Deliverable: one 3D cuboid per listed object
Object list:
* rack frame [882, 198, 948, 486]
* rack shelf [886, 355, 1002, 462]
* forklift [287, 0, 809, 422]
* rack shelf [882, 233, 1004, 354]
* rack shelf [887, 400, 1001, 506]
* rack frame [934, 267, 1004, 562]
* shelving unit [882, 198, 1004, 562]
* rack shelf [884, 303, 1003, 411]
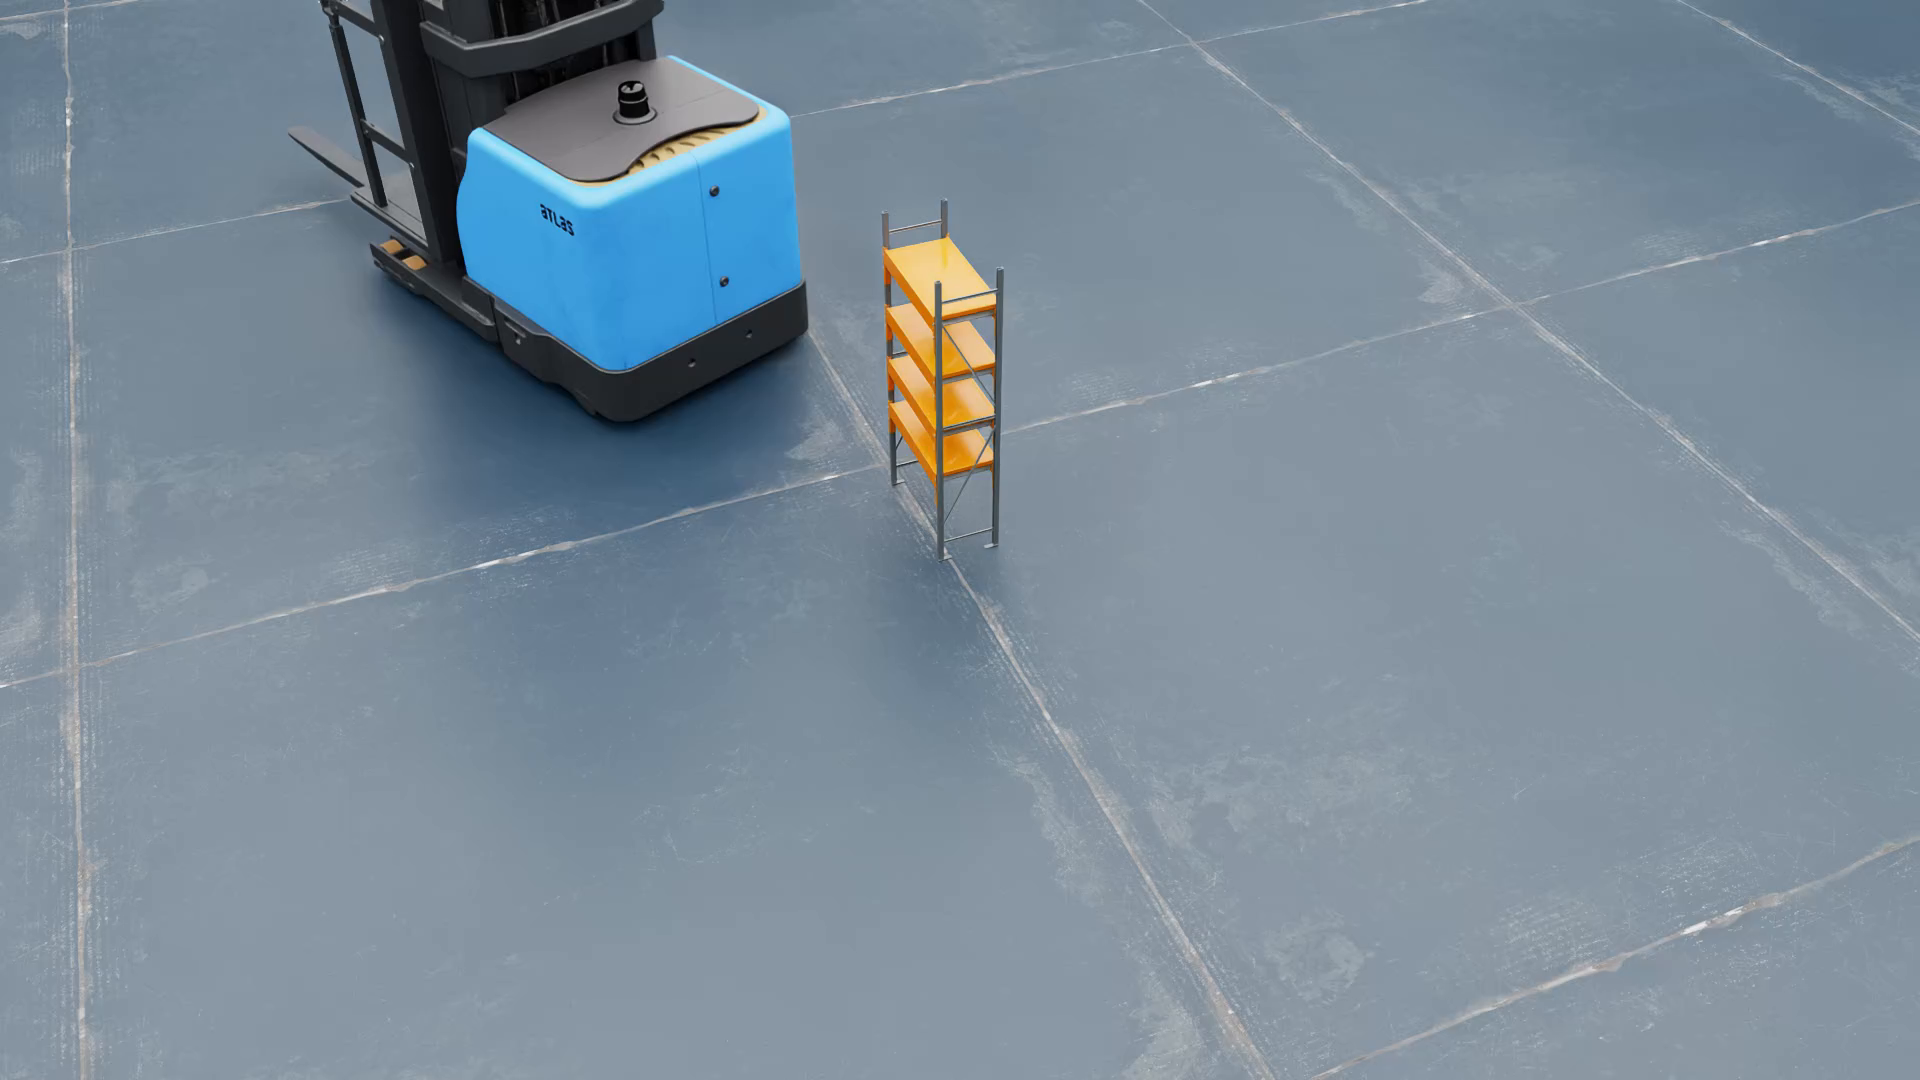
[{"bbox_3d":[-0.157,-0.702,6.146,0.240,1.200,0.015,-15,43,-17],"label":"rack frame"},{"bbox_3d":[-0.063,-0.504,6.019,0.258,0.148,0.480,-15,43,-17],"label":"rack shelf"},{"bbox_3d":[-2.053,-2.444,6.845,1.130,2.935,3.031,-33,50,-32],"label":"forklift"},{"bbox_3d":[-0.063,-0.853,5.719,0.258,0.148,0.480,-15,43,-17],"label":"rack shelf"},{"bbox_3d":[-0.063,-0.353,6.148,0.258,0.148,0.480,-15,43,-17],"label":"rack shelf"},{"bbox_3d":[0.030,-0.408,5.804,0.240,1.200,0.015,-15,43,-17],"label":"rack frame"},{"bbox_3d":[-0.063,-0.555,5.975,0.258,1.200,0.503,-15,43,-17],"label":"shelving unit"},{"bbox_3d":[-0.063,-0.673,5.873,0.258,0.148,0.480,-15,43,-17],"label":"rack shelf"}]
